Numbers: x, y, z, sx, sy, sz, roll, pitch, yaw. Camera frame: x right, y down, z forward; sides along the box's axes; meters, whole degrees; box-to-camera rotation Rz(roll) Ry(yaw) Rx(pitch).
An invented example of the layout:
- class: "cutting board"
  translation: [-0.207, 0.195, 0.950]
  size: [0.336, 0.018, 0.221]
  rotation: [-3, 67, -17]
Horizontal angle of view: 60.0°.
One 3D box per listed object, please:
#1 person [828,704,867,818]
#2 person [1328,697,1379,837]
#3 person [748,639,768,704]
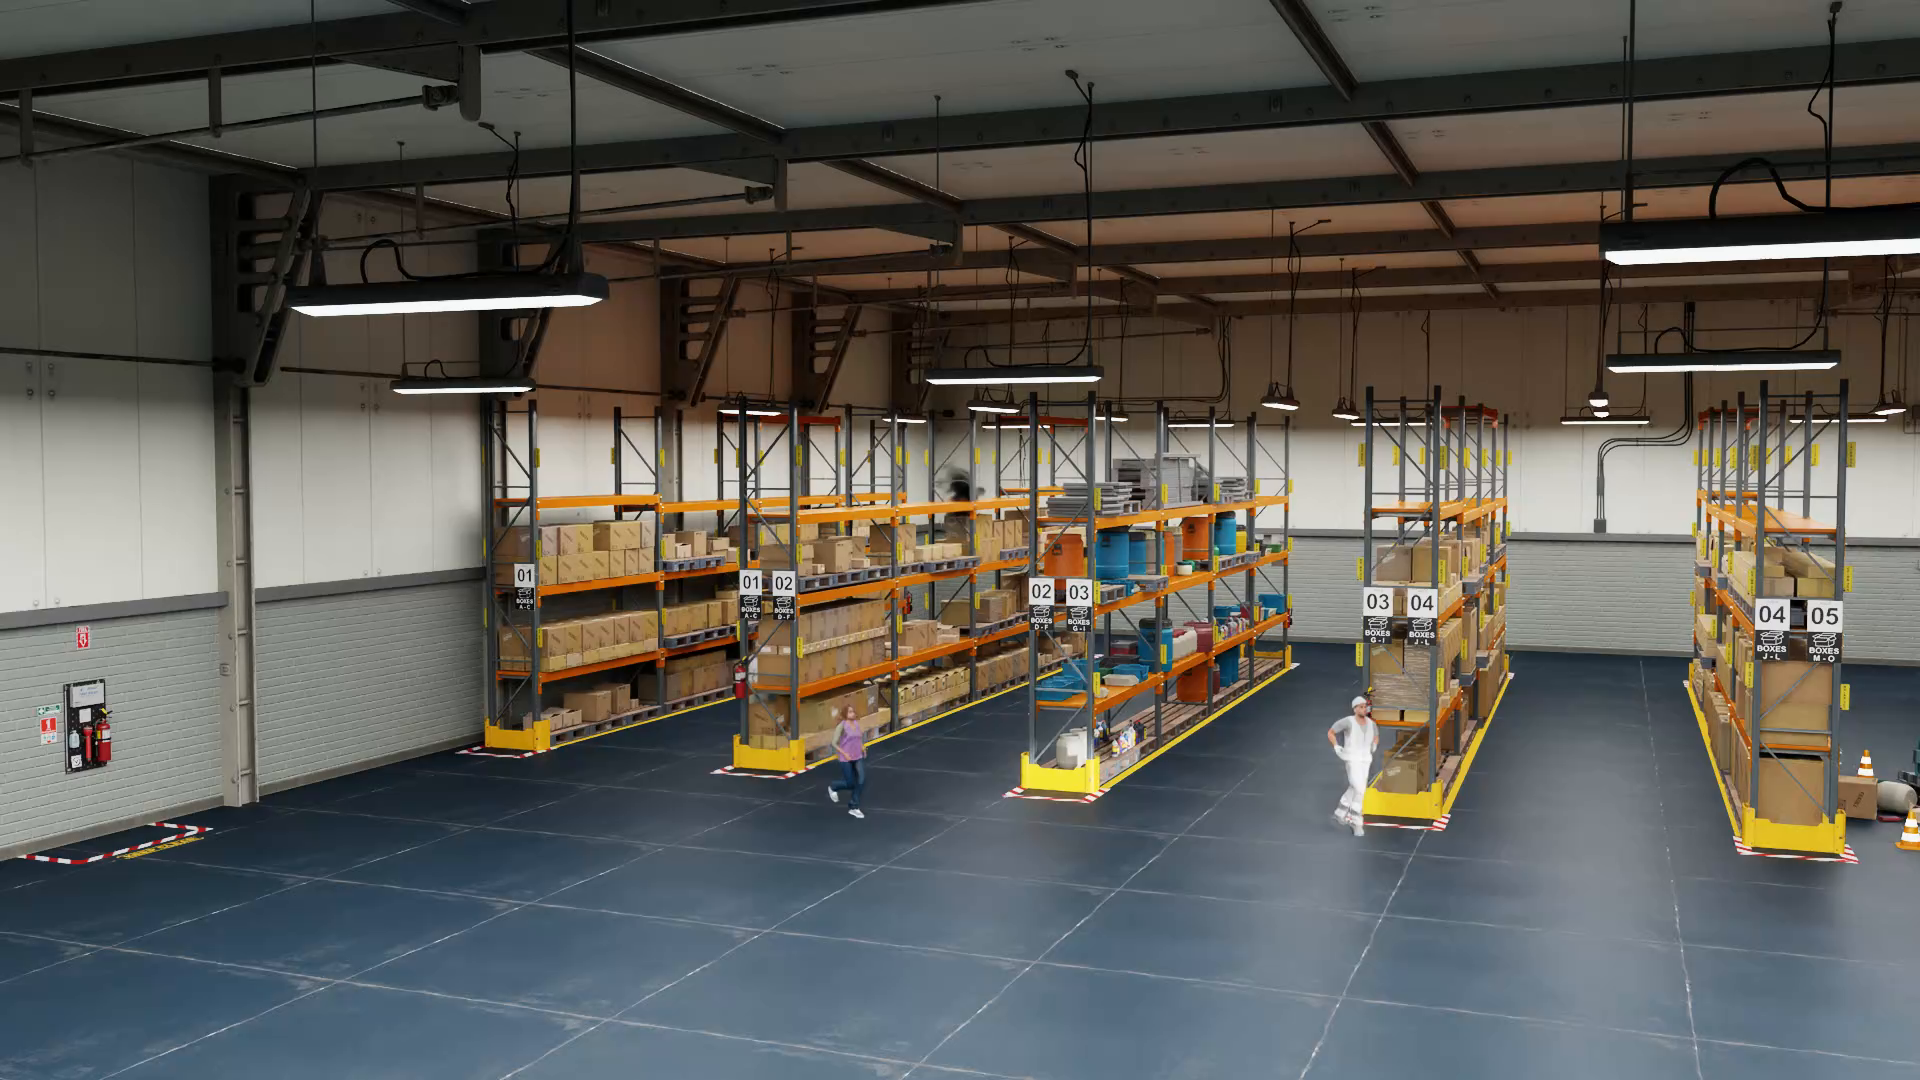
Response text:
- class: "person"
  translation: [-1.567, 3.084, 23.368]
  size: [0.552, 1.563, 0.666]
  rotation: [-3, 4, -44]
- class: "person"
  translation: [5.317, 3.020, 22.293]
  size: [0.699, 1.859, 0.692]
  rotation: [-1, 3, -23]
- class: "person"
  translation: [-3.638, 2.654, 30.014]
  size: [0.664, 1.728, 0.645]
  rotation: [1, 3, 19]
